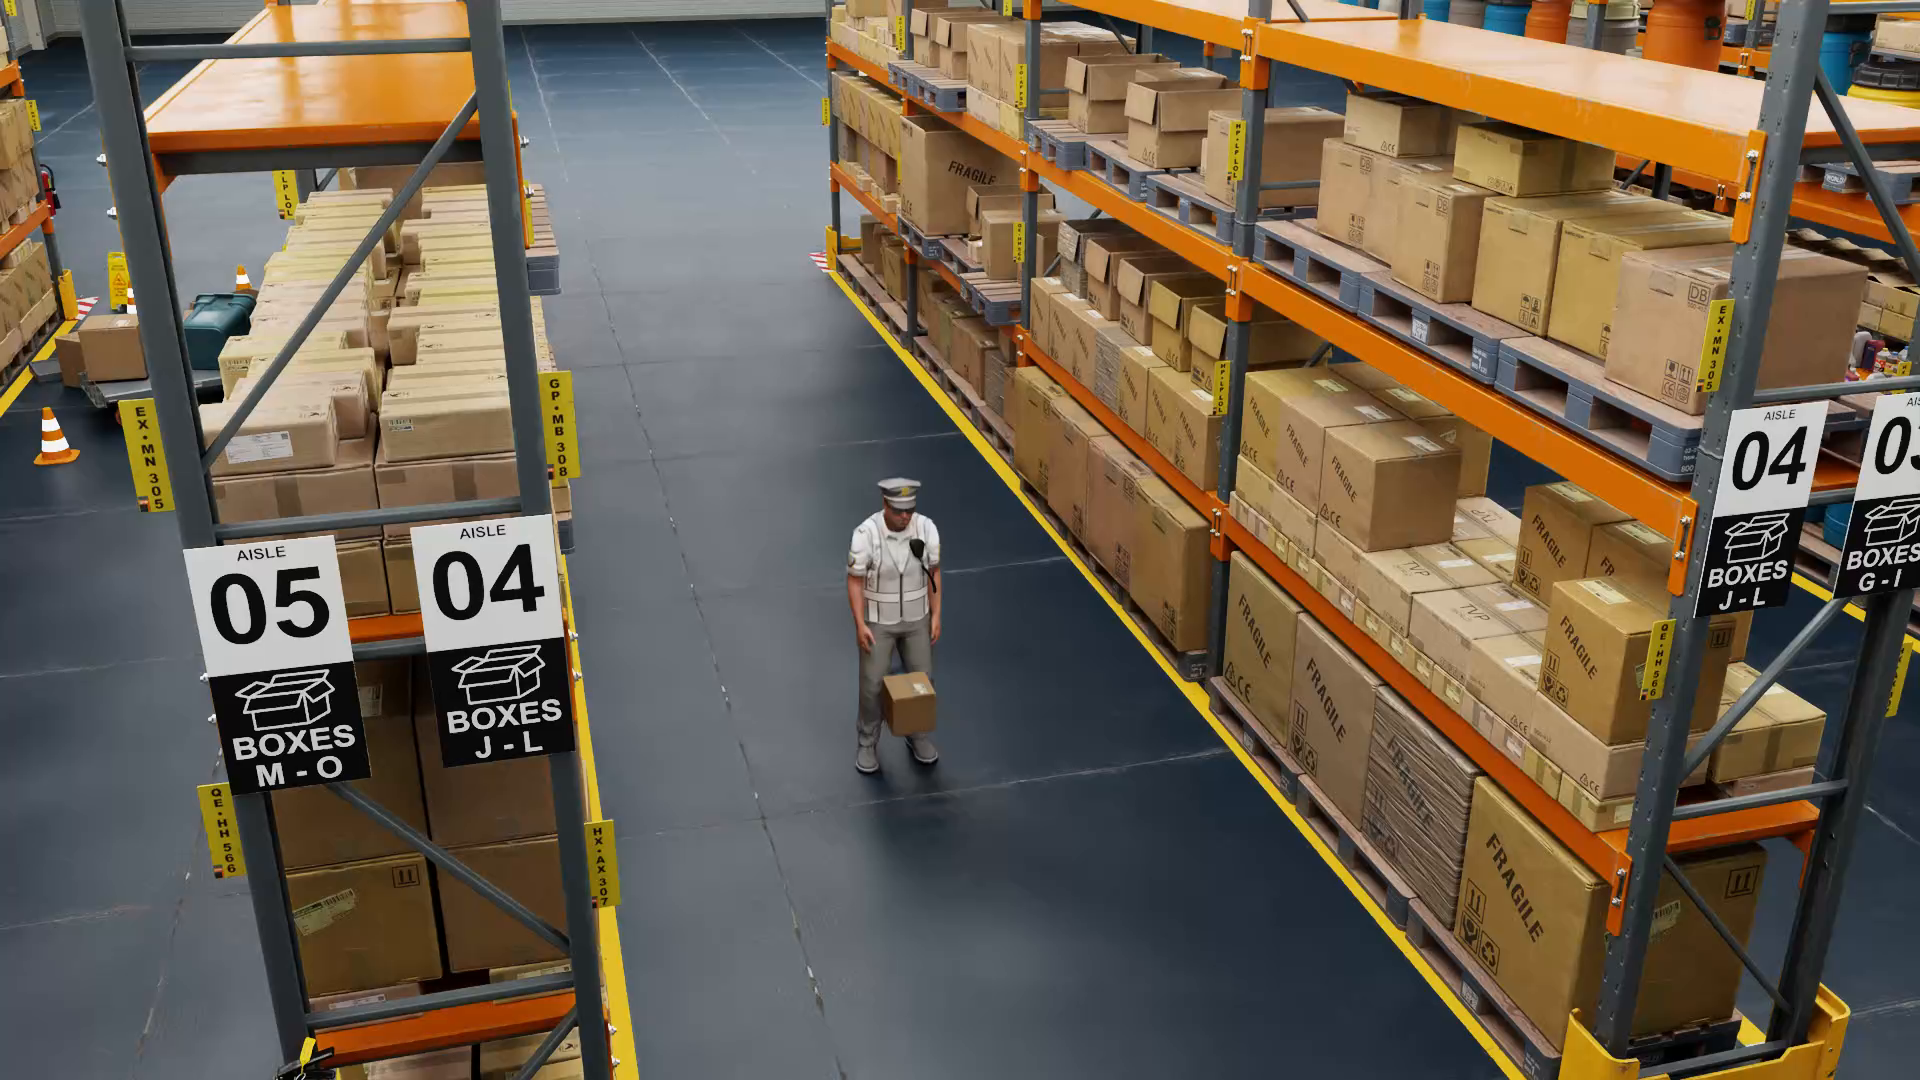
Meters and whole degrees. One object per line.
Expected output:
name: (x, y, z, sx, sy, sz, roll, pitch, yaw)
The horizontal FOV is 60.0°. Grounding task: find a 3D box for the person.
person: (-0.372, 0.451, 9.570, 0.563, 1.754, 0.434, -7, 24, -16)
